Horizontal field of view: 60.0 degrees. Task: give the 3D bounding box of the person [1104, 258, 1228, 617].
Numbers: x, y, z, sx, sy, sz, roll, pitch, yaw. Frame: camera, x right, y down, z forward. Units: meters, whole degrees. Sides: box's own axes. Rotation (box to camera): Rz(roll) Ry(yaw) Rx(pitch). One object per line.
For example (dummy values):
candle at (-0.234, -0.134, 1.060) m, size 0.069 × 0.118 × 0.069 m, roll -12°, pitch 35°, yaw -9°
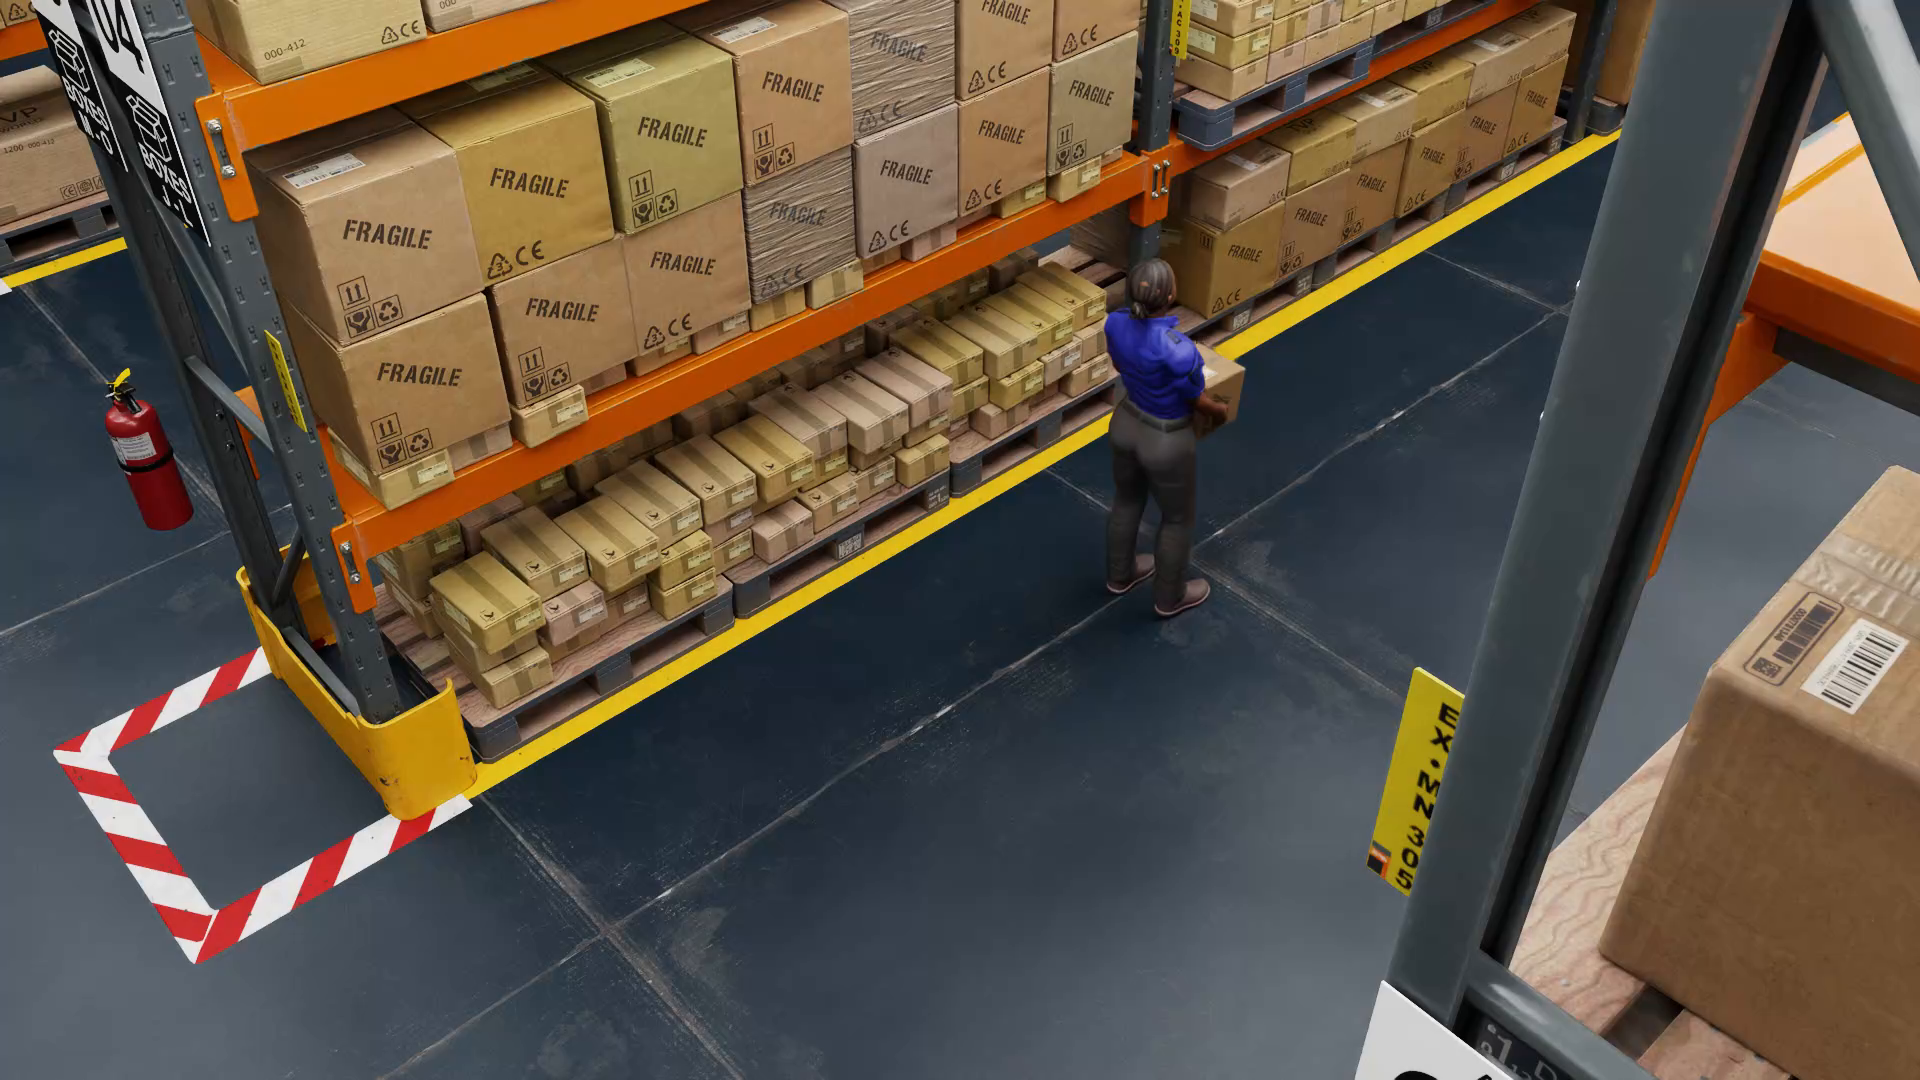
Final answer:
person at (0.818, -0.435, 6.677) m, size 0.497 × 1.657 × 0.474 m, roll -31°, pitch 49°, yaw -32°
